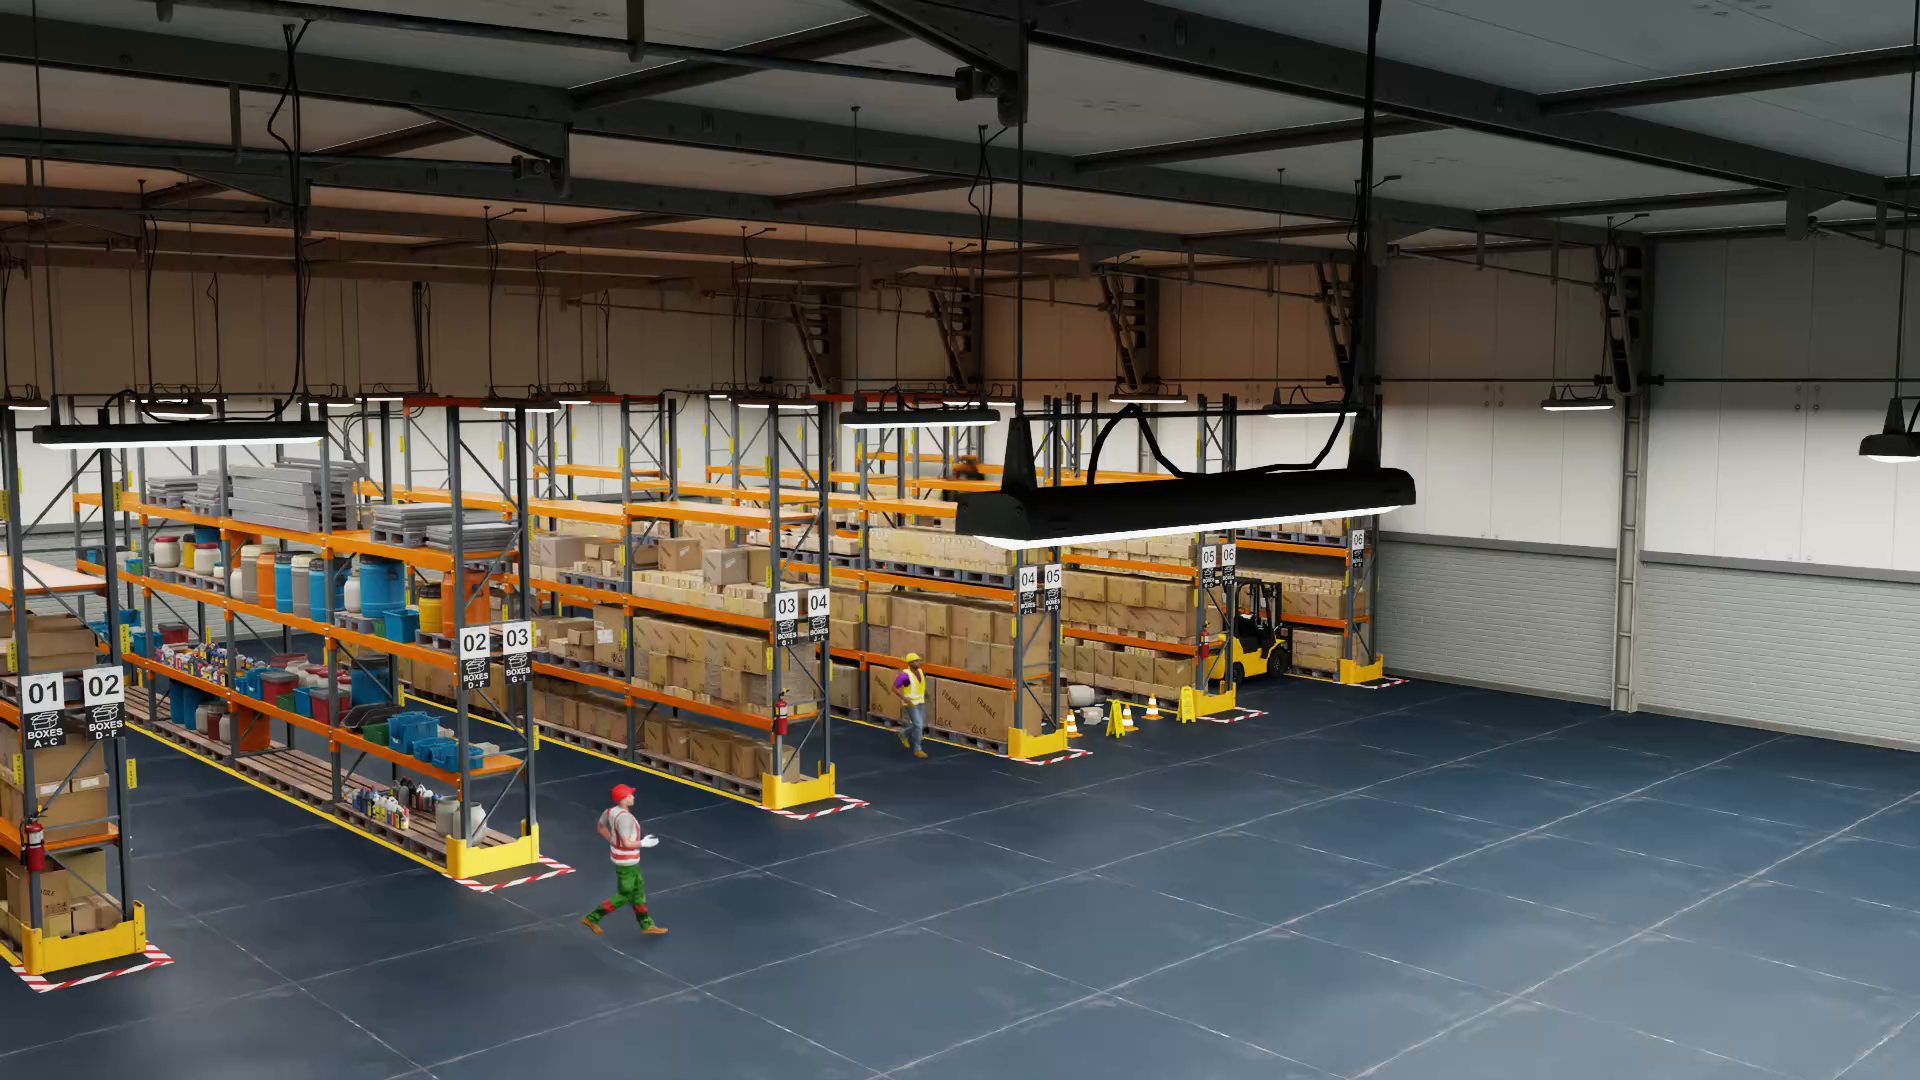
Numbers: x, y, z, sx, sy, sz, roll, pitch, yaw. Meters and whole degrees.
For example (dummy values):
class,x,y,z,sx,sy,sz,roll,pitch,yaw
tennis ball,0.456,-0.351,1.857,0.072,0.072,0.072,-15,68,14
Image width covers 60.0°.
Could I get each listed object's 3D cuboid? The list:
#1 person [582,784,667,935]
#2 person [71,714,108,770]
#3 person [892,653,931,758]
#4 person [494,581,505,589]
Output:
class,x,y,z,sx,sy,sz,roll,pitch,yaw
person,-3.785,3.622,18.707,0.977,1.782,0.658,-2,6,-22
person,-14.212,2.811,27.030,0.967,1.761,0.663,5,7,40
person,-0.825,2.760,28.003,0.714,1.746,0.708,4,7,37
person,-11.009,1.636,40.034,0.738,1.734,0.765,3,6,31
